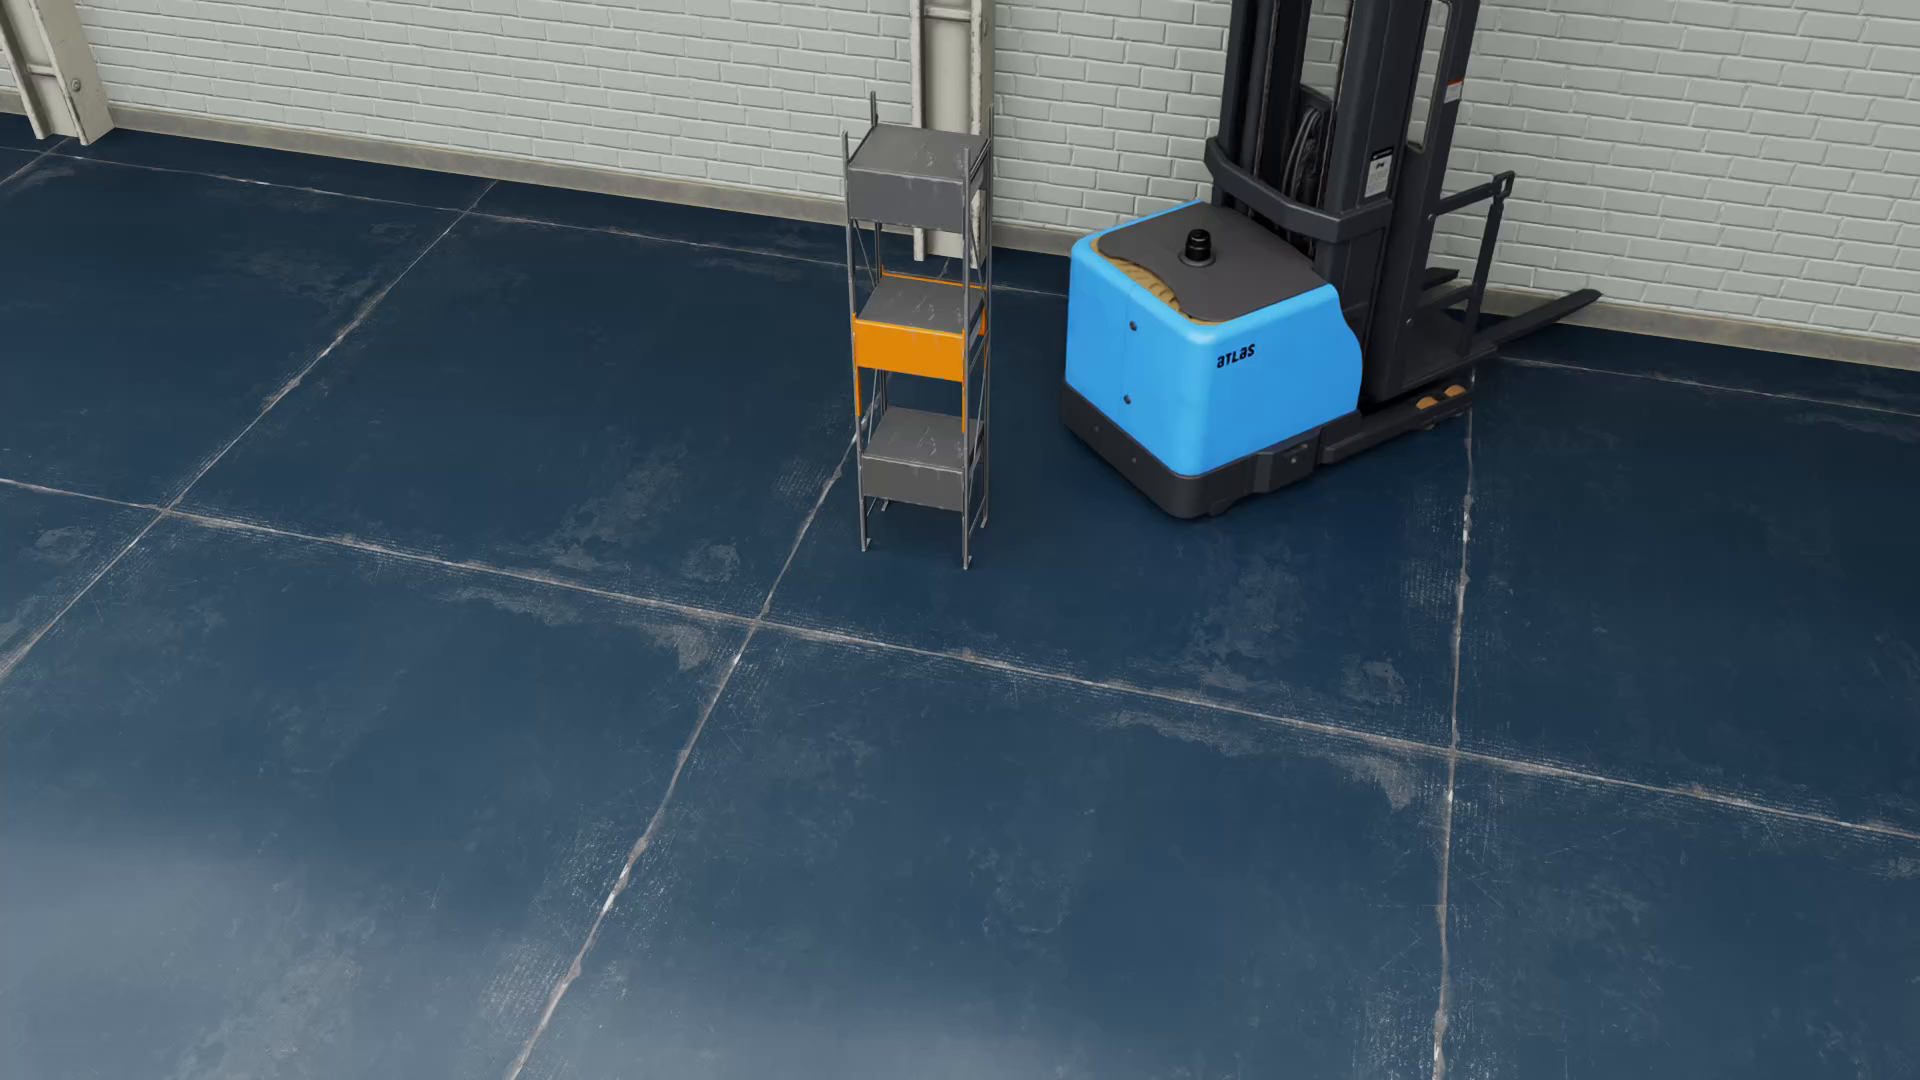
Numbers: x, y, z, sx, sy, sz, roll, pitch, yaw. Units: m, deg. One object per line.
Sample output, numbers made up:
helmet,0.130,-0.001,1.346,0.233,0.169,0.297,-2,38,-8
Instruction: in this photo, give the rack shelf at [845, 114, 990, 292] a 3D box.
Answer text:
rack shelf,-0.160,-1.357,6.691,0.480,0.518,0.431,10,41,11

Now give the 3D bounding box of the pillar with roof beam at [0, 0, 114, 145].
pillar with roof beam,-6.948,-3.470,4.910,0.400,9.000,9.100,10,41,11

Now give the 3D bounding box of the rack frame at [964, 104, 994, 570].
rack frame,0.076,-0.791,7.084,0.015,2.100,0.400,10,41,11

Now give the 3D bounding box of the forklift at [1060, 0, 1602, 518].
forklift,2.025,-1.947,7.814,3.031,2.935,1.130,-22,45,-24

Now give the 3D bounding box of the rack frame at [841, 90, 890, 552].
rack frame,-0.396,-0.872,7.180,0.015,2.100,0.400,10,41,11

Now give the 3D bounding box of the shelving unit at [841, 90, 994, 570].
shelving unit,-0.160,-0.832,7.132,0.503,2.100,0.431,10,41,11

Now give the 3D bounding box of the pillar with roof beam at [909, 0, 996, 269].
pillar with roof beam,-1.152,-2.473,3.722,0.400,9.000,9.100,10,41,11

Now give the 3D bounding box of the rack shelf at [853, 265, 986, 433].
rack shelf,-0.160,-0.821,7.141,0.480,0.518,0.431,10,41,11

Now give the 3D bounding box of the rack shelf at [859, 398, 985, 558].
rack shelf,-0.160,-0.285,7.591,0.480,0.518,0.431,10,41,11
